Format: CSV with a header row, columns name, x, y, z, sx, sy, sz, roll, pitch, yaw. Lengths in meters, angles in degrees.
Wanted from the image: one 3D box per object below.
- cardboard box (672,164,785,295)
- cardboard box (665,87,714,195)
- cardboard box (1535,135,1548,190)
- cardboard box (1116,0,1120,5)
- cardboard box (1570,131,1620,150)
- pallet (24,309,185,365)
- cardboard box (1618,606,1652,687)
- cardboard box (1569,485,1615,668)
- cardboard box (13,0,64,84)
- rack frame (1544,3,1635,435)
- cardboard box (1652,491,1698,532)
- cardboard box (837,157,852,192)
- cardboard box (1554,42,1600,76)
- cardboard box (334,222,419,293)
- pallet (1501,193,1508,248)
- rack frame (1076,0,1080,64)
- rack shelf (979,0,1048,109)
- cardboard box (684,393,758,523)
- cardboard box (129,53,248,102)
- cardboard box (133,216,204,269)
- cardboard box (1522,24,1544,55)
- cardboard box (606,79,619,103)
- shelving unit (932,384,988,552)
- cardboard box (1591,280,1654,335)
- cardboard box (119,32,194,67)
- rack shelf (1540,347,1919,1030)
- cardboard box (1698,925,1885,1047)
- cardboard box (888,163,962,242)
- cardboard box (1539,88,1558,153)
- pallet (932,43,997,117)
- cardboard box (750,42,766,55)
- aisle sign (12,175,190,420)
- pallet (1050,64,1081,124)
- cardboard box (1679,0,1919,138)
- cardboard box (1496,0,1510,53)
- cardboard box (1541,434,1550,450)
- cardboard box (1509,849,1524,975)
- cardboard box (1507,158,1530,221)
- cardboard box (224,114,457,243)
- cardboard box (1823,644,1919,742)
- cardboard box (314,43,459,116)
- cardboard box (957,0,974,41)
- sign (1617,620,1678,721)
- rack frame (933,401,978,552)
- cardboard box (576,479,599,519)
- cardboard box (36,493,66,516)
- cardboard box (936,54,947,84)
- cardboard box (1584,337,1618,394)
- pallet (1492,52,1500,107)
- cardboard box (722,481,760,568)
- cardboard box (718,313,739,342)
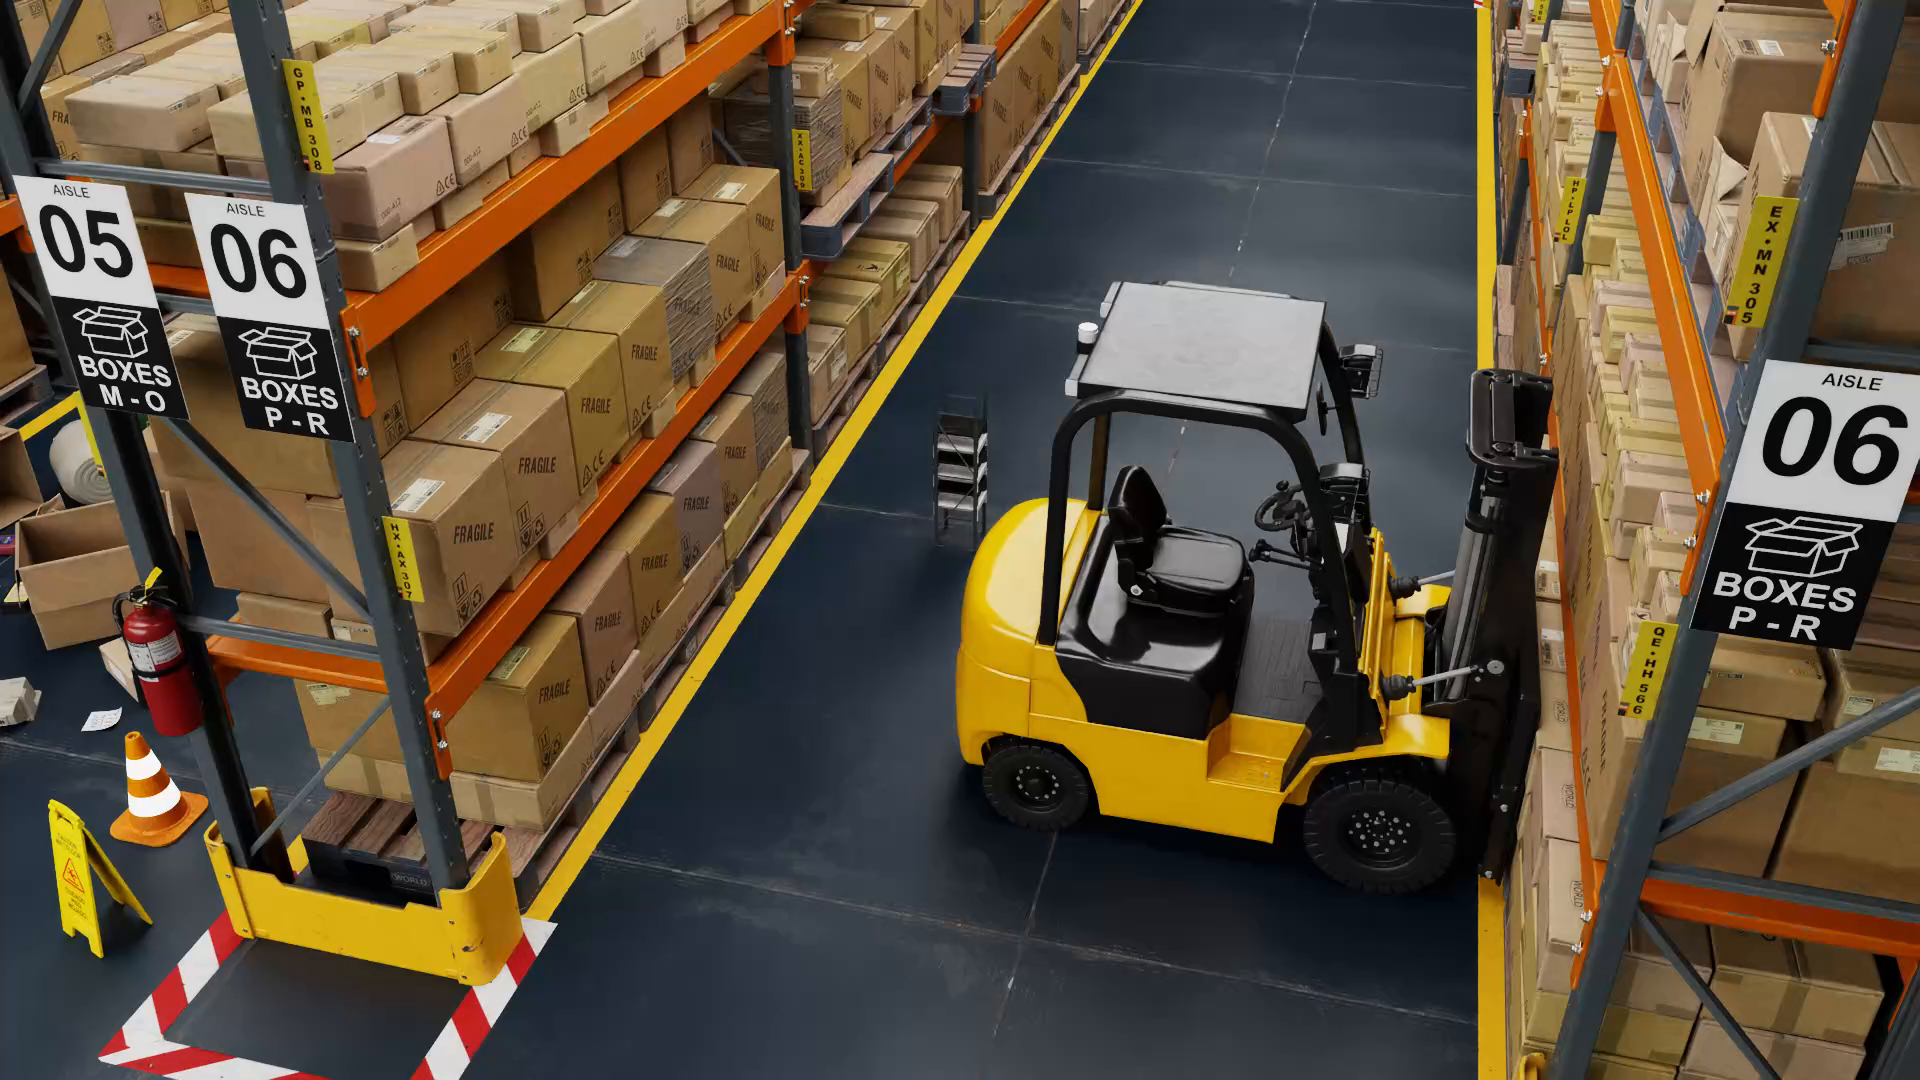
name,x,y,z,sx,sy,sz,roll,pitch,yaw
cardboard box,-1.240,-1.621,8.634,0.500,0.500,0.500,7,33,11
cardboard box,-1.689,-2.109,8.469,0.700,0.500,0.500,8,33,12
cardboard box,3.844,-2.331,10.261,0.500,0.250,0.500,7,33,11
cardboard box,1.383,-6.209,18.218,0.875,0.438,0.875,9,34,14
cardboard box,3.533,-2.106,9.069,0.380,0.149,0.250,7,33,11
pallet,-6.058,-1.573,11.528,1.003,0.211,1.213,8,33,12
cardboard box,2.272,0.361,5.189,0.380,0.149,0.250,9,33,13
cardboard box,2.561,0.164,6.103,0.500,0.500,0.500,7,33,11
cardboard box,-6.061,-3.062,10.246,0.700,0.500,0.500,7,33,12
rack frame,3.435,-1.044,8.097,1.000,3.000,0.127,8,33,12
cardboard box,2.514,-0.015,5.503,0.380,0.149,0.250,8,33,13
cardboard box,-0.850,-2.161,9.697,0.380,0.149,0.250,9,33,13
cardboard box,3.977,-3.035,10.530,0.380,0.149,0.250,9,34,14
cardboard box,-1.985,-0.930,5.355,0.380,0.149,0.250,8,33,12
pallet,4.676,-2.325,12.711,1.003,0.211,1.213,8,33,12
rack frame,0.663,-5.870,15.687,1.000,3.000,0.127,8,33,12
rack shelf,0.155,-4.528,14.247,1.077,0.370,4.000,8,33,12
cardboard box,-1.386,-0.444,8.625,0.500,0.500,0.500,9,33,13
cardboard box,-2.480,-1.483,5.482,0.380,0.149,0.250,9,33,13
cardboard box,-2.563,-1.025,5.505,0.380,0.149,0.250,8,33,13
cardboard box,4.245,-3.584,11.935,0.380,0.149,0.250,9,33,13
cardboard box,-1.637,-1.883,6.855,0.380,0.149,0.250,8,33,12
shelving unit,0.002,-0.384,9.015,0.258,0.900,0.210,8,33,12
cardboard box,2.867,-0.959,6.988,0.380,0.149,0.250,9,33,13
cardboard box,-5.531,-3.139,11.299,0.500,0.500,0.500,8,33,12
rack shelf,2.927,0.297,6.657,1.077,0.370,4.000,8,33,12
cardboard box,2.724,1.369,5.540,0.500,0.250,0.500,8,33,12
cardboard box,-0.506,-2.570,12.555,0.950,0.372,0.625,6,33,9
cardboard box,3.822,-2.542,10.126,0.500,0.250,0.500,7,33,11
pallet,-0.430,-3.329,11.869,1.213,0.211,1.003,8,33,12
cardboard box,-1.307,-2.967,9.754,0.380,0.149,0.250,7,33,11
aisle sign,-2.679,-0.747,5.206,0.394,0.787,0.004,8,33,12
pallet,0.540,-4.282,15.789,1.003,0.211,1.213,8,33,12
cardboard box,2.838,-1.577,5.557,0.797,0.503,0.637,9,34,14
cardboard box,5.715,-5.112,16.434,0.700,0.500,0.500,7,33,11
cardboard box,3.008,-0.275,8.126,0.500,0.250,0.500,8,33,12
cardboard box,2.368,1.471,6.312,0.500,0.250,0.500,8,33,12
cardboard box,4.349,-2.491,12.311,0.500,0.500,0.500,9,34,14
cardboard box,-1.997,-1.195,5.401,0.500,0.250,0.500,7,33,12
cardboard box,2.711,0.445,4.779,0.380,0.149,0.250,7,33,11
cardboard box,-1.924,-1.550,5.587,0.380,0.149,0.250,8,33,12
cardboard box,-0.199,-3.865,11.772,0.500,0.500,0.500,7,33,11
sign,1.898,0.362,4.585,0.100,0.325,0.005,8,33,12
rack frame,-0.024,-0.331,8.932,0.240,0.900,0.006,8,33,12
cardboard box,-1.758,-0.208,7.016,0.380,0.149,0.250,9,34,14
cardboard box,-4.836,-0.043,9.070,0.396,0.266,0.258,14,35,21
cardboard box,-0.298,-3.248,11.405,0.380,0.149,0.250,6,33,10
cardboard box,2.793,-0.703,6.862,0.380,0.149,0.250,8,33,12
pallet,5.640,-4.375,15.935,1.003,0.211,1.213,8,33,12
cardboard box,-1.383,-0.114,8.805,0.500,0.250,0.500,7,33,11
cardboard box,-1.353,-1.149,8.495,0.380,0.149,0.250,8,33,13
